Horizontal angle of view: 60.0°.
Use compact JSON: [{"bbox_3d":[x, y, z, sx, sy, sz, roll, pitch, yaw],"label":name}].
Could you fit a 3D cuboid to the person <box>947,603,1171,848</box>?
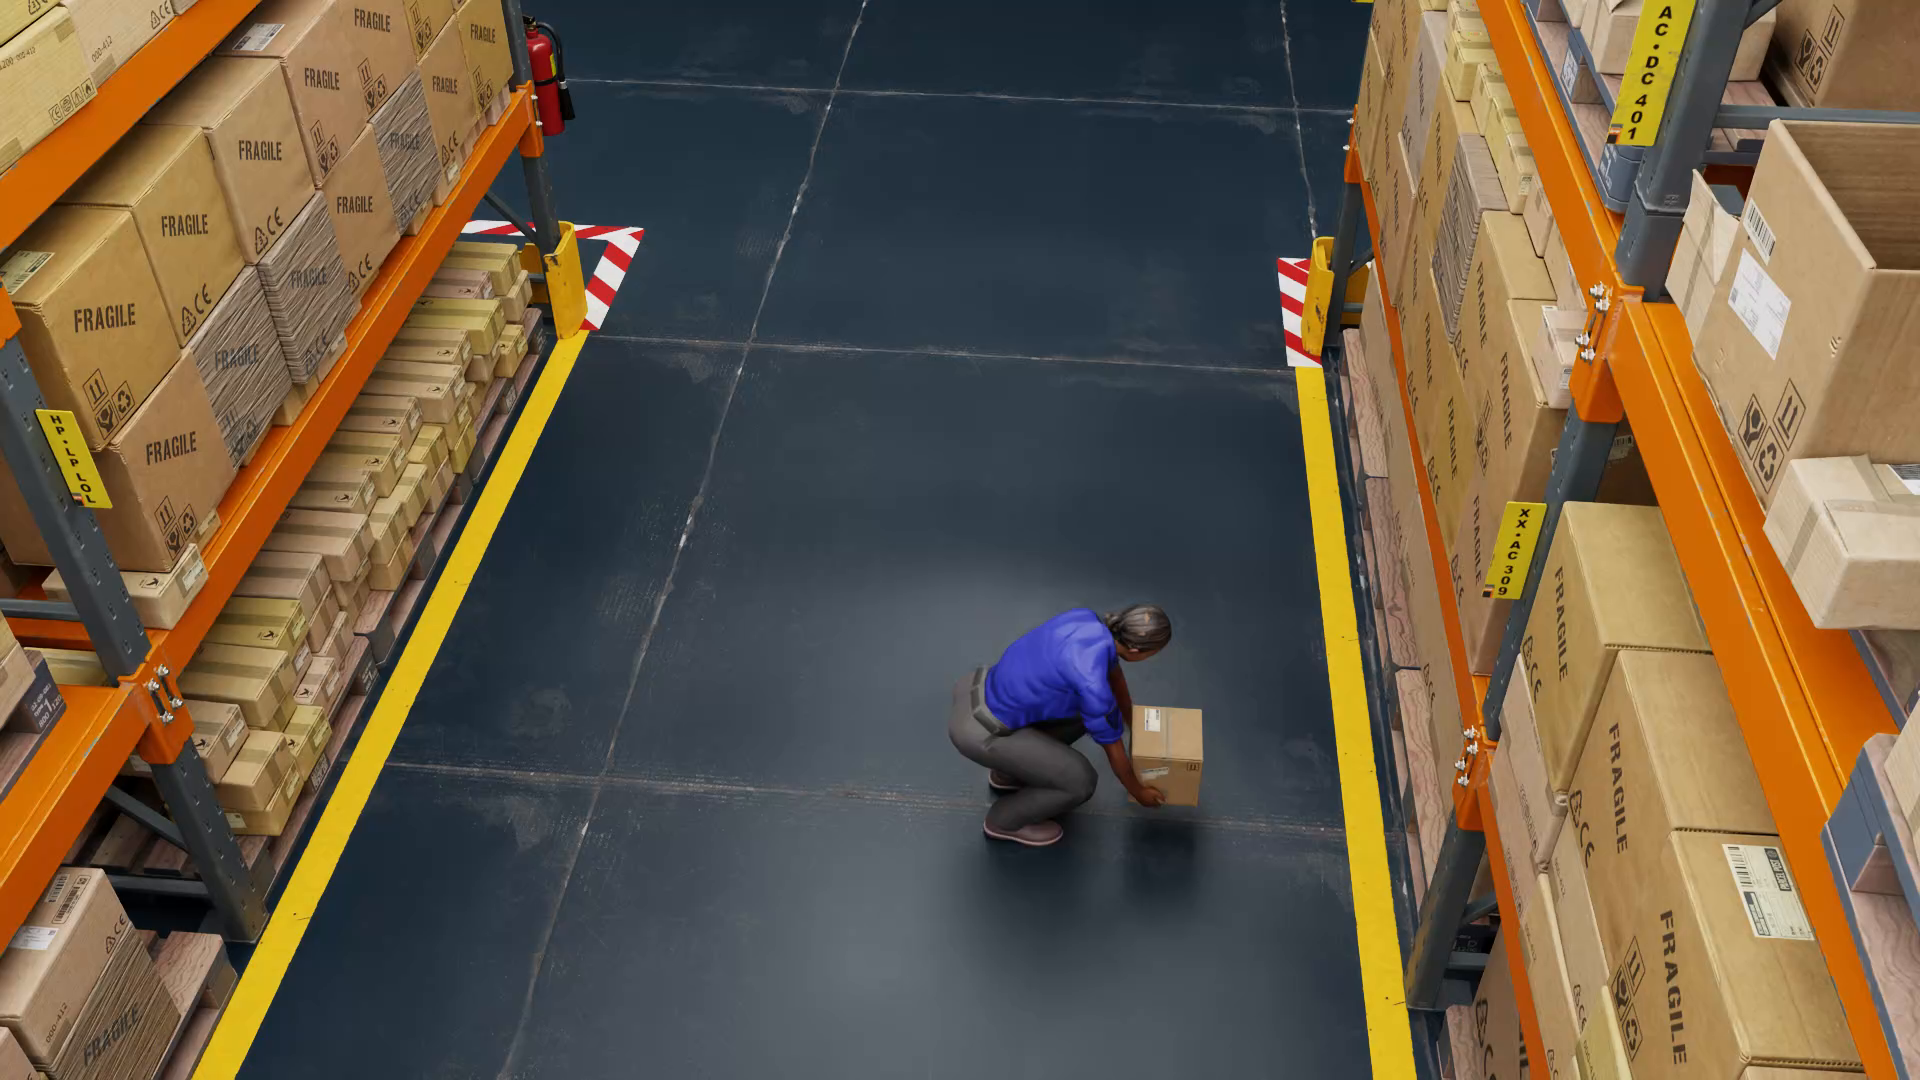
[{"bbox_3d":[0.359,0.624,5.950,0.796,0.985,0.490,3,40,4],"label":"person"}]
